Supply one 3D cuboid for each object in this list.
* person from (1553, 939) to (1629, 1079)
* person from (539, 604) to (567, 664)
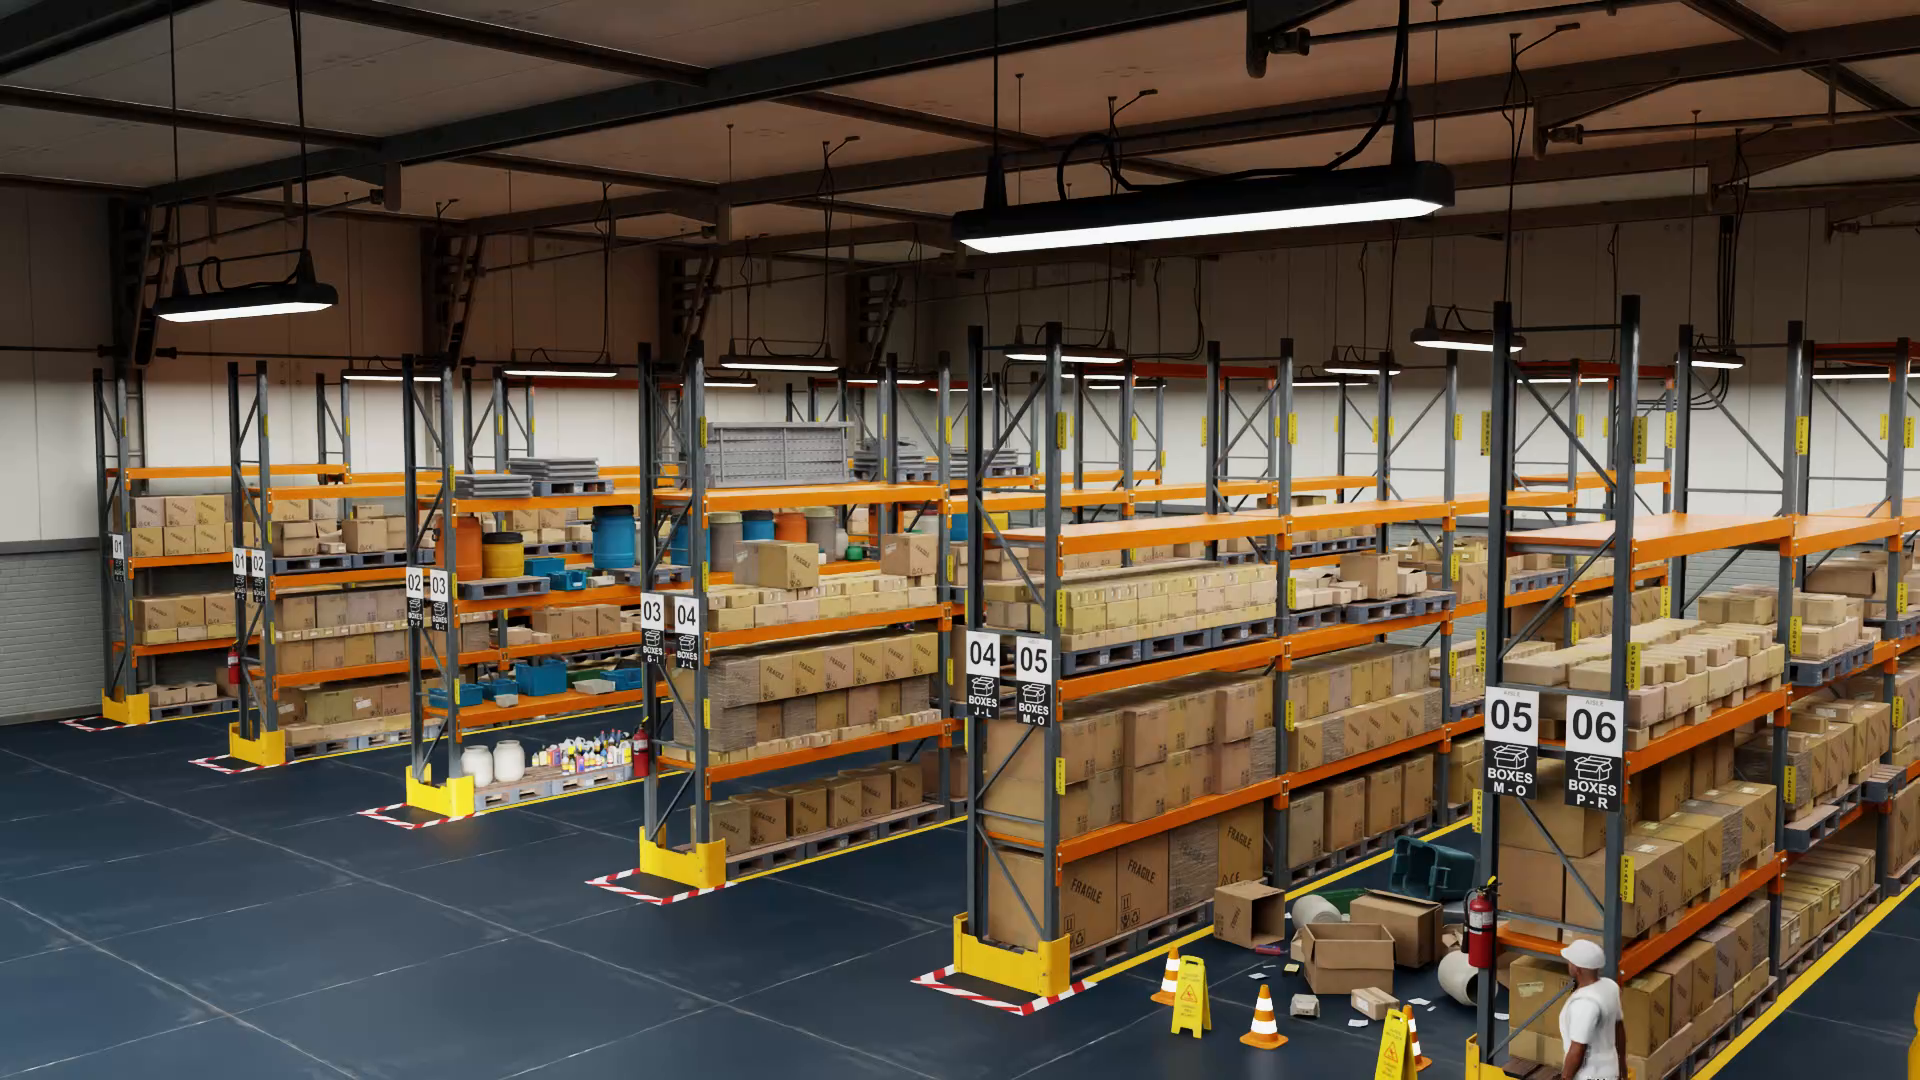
[{"bbox_3d":[4.087,3.487,10.822,0.505,1.797,0.556,2,5,23],"label":"person"},{"bbox_3d":[-8.140,1.909,33.213,0.535,1.651,0.640,2,5,30],"label":"person"}]
